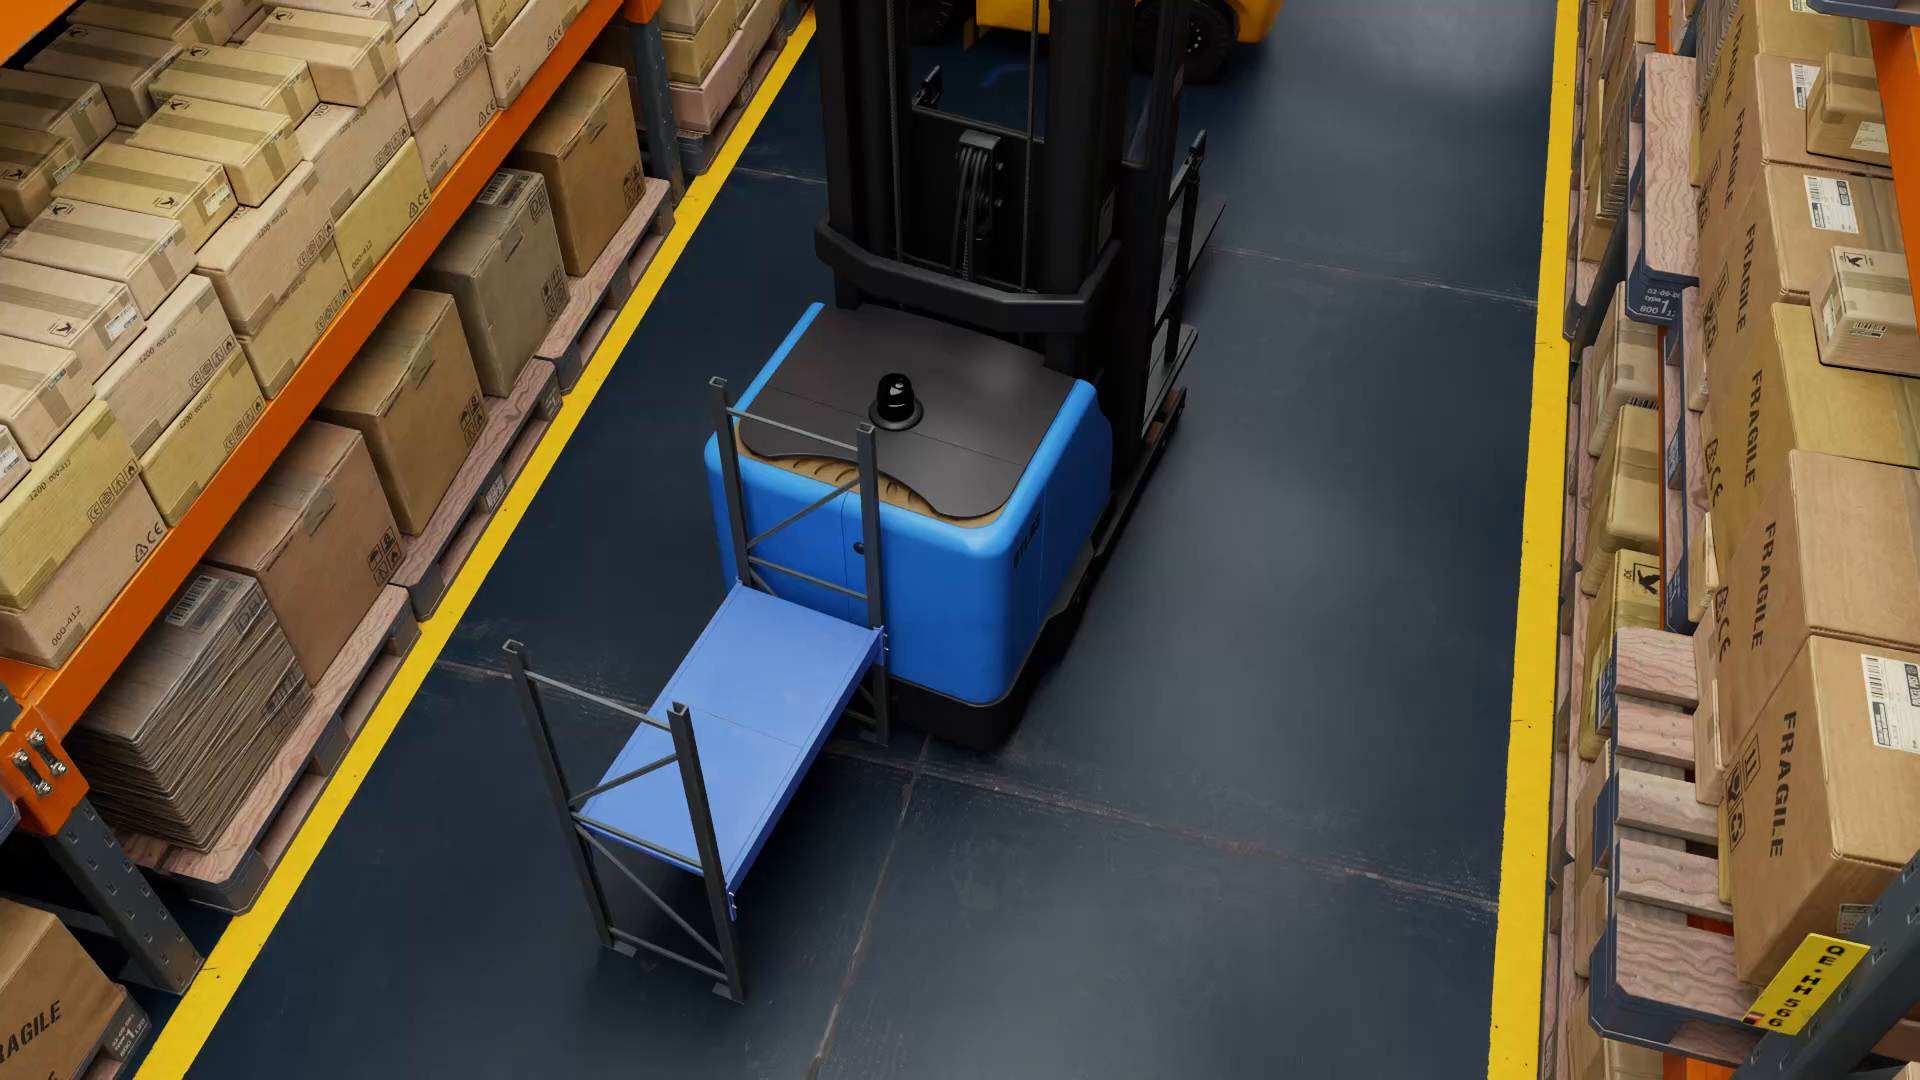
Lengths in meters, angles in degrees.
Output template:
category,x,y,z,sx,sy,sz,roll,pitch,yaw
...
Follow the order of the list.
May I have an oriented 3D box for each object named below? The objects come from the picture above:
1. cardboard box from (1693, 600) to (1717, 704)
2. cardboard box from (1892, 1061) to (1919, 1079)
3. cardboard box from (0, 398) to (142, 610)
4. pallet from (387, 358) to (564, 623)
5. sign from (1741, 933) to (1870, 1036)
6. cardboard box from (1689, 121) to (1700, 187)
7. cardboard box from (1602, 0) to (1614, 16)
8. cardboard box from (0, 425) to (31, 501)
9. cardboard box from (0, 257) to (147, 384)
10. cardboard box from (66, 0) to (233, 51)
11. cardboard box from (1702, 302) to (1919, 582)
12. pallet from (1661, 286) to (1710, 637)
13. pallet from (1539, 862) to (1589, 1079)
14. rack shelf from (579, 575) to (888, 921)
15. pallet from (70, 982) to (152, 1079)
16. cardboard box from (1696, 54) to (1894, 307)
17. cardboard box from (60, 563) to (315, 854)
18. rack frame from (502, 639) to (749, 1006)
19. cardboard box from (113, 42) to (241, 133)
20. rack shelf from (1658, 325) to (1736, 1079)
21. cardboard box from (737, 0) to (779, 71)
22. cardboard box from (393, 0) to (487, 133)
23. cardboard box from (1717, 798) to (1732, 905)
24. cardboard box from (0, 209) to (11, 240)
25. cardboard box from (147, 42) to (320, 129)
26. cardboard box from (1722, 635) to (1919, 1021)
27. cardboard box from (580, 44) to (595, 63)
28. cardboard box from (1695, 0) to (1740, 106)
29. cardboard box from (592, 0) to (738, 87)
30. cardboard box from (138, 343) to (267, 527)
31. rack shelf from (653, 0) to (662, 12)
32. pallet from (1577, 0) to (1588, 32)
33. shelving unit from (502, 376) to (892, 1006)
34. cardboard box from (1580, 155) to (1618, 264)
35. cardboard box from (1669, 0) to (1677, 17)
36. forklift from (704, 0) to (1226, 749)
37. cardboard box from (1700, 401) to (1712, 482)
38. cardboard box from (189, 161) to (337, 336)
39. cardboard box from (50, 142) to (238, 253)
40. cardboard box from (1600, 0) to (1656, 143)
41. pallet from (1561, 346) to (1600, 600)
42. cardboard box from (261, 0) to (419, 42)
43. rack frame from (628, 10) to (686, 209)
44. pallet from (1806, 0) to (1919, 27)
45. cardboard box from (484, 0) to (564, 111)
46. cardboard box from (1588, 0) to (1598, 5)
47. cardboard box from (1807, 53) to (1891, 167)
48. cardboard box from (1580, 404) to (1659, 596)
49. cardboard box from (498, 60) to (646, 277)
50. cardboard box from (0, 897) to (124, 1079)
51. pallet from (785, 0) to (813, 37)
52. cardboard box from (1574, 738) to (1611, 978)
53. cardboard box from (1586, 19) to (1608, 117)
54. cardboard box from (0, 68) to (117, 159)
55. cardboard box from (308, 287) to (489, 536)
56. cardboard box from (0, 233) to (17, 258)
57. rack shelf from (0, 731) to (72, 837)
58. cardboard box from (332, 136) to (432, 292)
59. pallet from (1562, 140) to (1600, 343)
category,x,y,z,sx,sy,sz,roll,pitch,yaw
cardboard box,1.932,0.305,3.868,0.380,0.149,0.250,9,49,8
cardboard box,1.610,1.168,2.485,0.500,0.500,0.500,10,49,9
cardboard box,-2.438,-0.137,4.136,0.500,0.250,0.500,12,50,10
pallet,-2.237,-0.298,6.372,1.003,0.211,1.213,12,50,10
sign,1.449,0.767,2.853,0.100,0.325,0.005,12,50,10
cardboard box,2.504,-1.209,5.204,0.380,0.149,0.250,12,50,11
cardboard box,3.323,-2.753,7.733,0.500,0.500,0.500,12,50,11
cardboard box,-2.446,-0.173,3.903,0.380,0.149,0.250,13,50,11
cardboard box,-2.334,-0.557,4.242,0.380,0.149,0.250,13,50,11
cardboard box,-2.507,-1.588,5.152,0.380,0.149,0.250,12,50,10
cardboard box,2.084,-0.172,3.856,0.500,0.500,0.500,9,49,7
pallet,2.457,-0.153,4.512,1.003,0.211,1.213,12,50,10
pallet,2.182,1.582,4.713,1.003,0.211,1.213,12,50,10
rack shelf,-0.669,0.591,4.968,0.538,0.185,1.000,18,51,15
pallet,-3.047,1.702,4.607,1.003,0.211,1.213,12,50,10
cardboard box,2.353,-0.940,4.534,0.500,0.500,0.500,11,50,10
cardboard box,-2.637,0.445,5.160,0.875,0.625,0.625,13,50,11
rack frame,-0.873,0.821,4.525,0.500,1.500,0.032,18,51,15
cardboard box,-2.557,-1.343,5.201,0.500,0.250,0.500,11,49,9
rack shelf,2.502,0.015,4.716,1.077,0.370,4.000,12,50,10
cardboard box,-1.196,-2.530,8.036,0.500,0.250,0.500,11,49,9
cardboard box,-1.913,-1.614,5.441,0.500,0.250,0.500,12,50,11
cardboard box,1.835,0.676,3.540,0.380,0.149,0.250,12,50,11
cardboard box,-2.839,-0.854,4.504,0.380,0.149,0.250,11,49,9
cardboard box,-2.142,-1.316,4.911,0.380,0.149,0.250,12,50,10
cardboard box,1.827,0.570,3.201,0.500,0.500,0.500,10,49,9
cardboard box,-1.831,-2.433,7.617,0.500,0.250,0.500,11,49,9
cardboard box,2.628,-1.657,5.167,0.500,0.500,0.500,13,50,11
cardboard box,-1.337,-2.330,7.526,0.500,0.250,0.500,11,50,10
cardboard box,-2.325,-0.339,4.648,0.500,0.250,0.500,11,49,9
rack shelf,-1.235,-3.855,8.131,1.077,0.370,4.000,12,50,10
pallet,3.813,-3.004,8.761,1.003,0.211,1.213,12,50,10
shelving unit,-0.669,0.472,4.833,0.538,1.500,1.048,18,51,15
cardboard box,2.924,-1.379,7.020,0.500,0.250,0.500,14,50,12
cardboard box,2.878,-2.061,6.236,0.380,0.149,0.250,13,50,11
forklift,0.250,-1.398,5.529,1.130,2.935,3.031,18,51,15
cardboard box,2.166,-0.252,4.359,0.380,0.149,0.250,10,49,9
cardboard box,-2.174,-0.878,4.791,0.500,0.250,0.500,10,49,9
cardboard box,-2.241,-0.937,4.577,0.380,0.149,0.250,12,50,10
cardboard box,3.057,-1.996,7.064,0.500,0.500,0.500,12,50,11
pallet,2.825,-0.183,6.271,1.003,0.211,1.213,12,50,10
cardboard box,-1.945,-1.673,5.227,0.380,0.149,0.250,12,50,10
rack frame,-1.762,-2.646,6.585,1.000,3.000,0.127,12,50,10
pallet,2.493,-1.424,3.630,1.213,0.211,1.003,12,50,10
cardboard box,-1.769,-1.816,5.952,0.500,0.250,0.500,11,50,10
cardboard box,3.460,-2.895,8.358,0.500,0.250,0.500,13,50,11
cardboard box,2.376,-1.078,4.223,0.380,0.149,0.250,14,50,12
cardboard box,2.706,-0.038,5.756,0.950,0.372,0.625,14,50,12
cardboard box,-1.888,-1.620,6.983,0.875,0.625,0.625,14,50,12
cardboard box,-2.718,1.284,4.504,0.500,0.500,0.500,13,50,11
pallet,-1.193,-3.176,8.912,1.003,0.211,1.213,12,50,10
cardboard box,2.320,1.012,4.828,0.950,0.372,0.625,11,49,9
cardboard box,3.193,-2.133,7.686,0.500,0.250,0.500,12,50,11
cardboard box,-2.710,-1.224,4.831,0.380,0.149,0.250,11,49,9
cardboard box,-2.296,-0.516,6.008,0.875,0.625,0.625,10,49,8
cardboard box,-2.831,-0.619,4.562,0.500,0.250,0.500,12,50,10
rack shelf,-3.341,1.932,3.024,1.077,0.370,4.000,12,50,10
cardboard box,-2.058,-1.088,5.309,0.500,0.250,0.500,13,50,11
pallet,3.171,-1.239,7.203,1.003,0.211,1.213,12,50,10
